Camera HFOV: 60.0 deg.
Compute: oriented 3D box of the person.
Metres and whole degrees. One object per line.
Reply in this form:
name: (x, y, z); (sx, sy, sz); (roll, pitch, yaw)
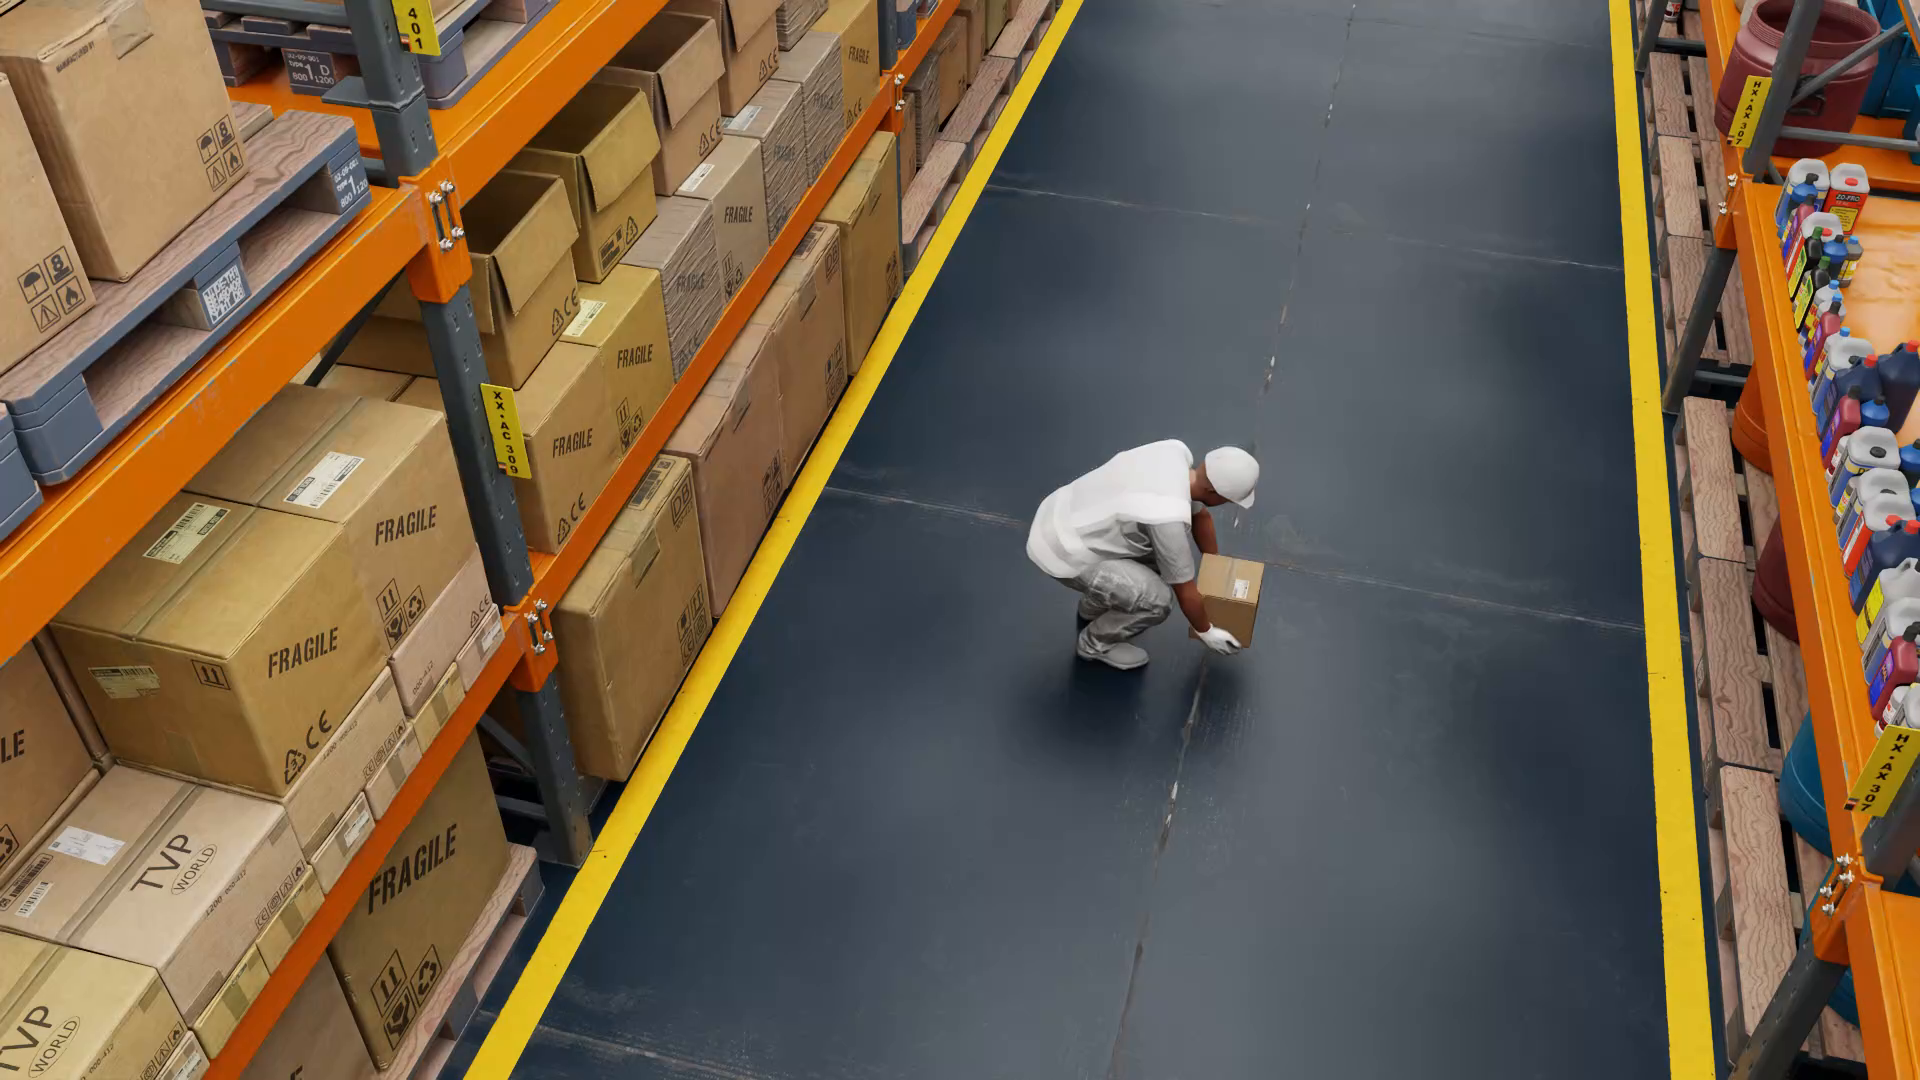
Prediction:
person: (0.744, 0.017, 6.709); (0.899, 1.025, 0.570); (10, 42, 11)
